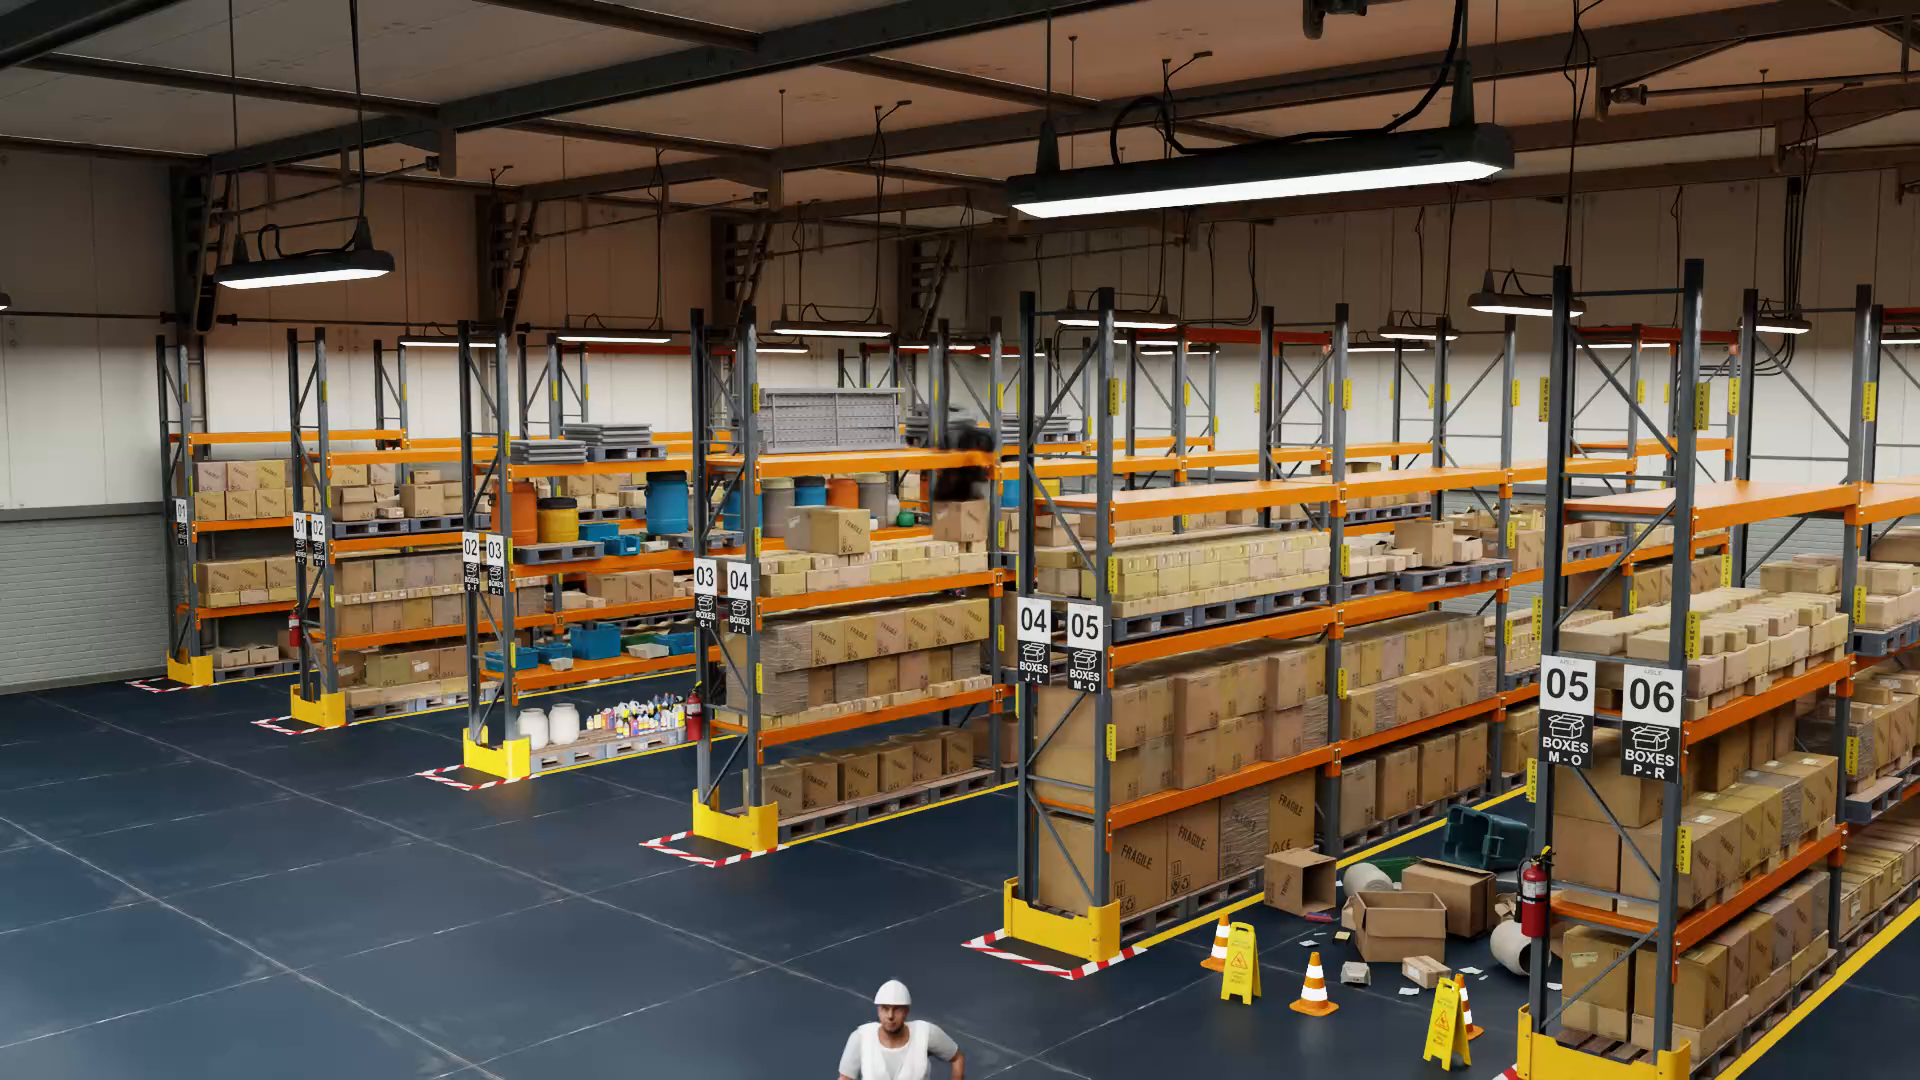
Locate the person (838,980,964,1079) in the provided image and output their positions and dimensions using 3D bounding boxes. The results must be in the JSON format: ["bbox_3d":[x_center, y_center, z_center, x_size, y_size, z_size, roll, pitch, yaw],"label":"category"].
[{"bbox_3d":[-0.355,3.395,9.514,0.721,1.759,0.638,1,5,6],"label":"person"}]

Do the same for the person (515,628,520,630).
[{"bbox_3d":[-8.074,1.464,29.977,0.642,1.840,0.762,4,7,37],"label":"person"}]

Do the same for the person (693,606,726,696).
[{"bbox_3d":[-4.021,1.759,27.066,0.641,1.770,0.740,4,7,37],"label":"person"}]
